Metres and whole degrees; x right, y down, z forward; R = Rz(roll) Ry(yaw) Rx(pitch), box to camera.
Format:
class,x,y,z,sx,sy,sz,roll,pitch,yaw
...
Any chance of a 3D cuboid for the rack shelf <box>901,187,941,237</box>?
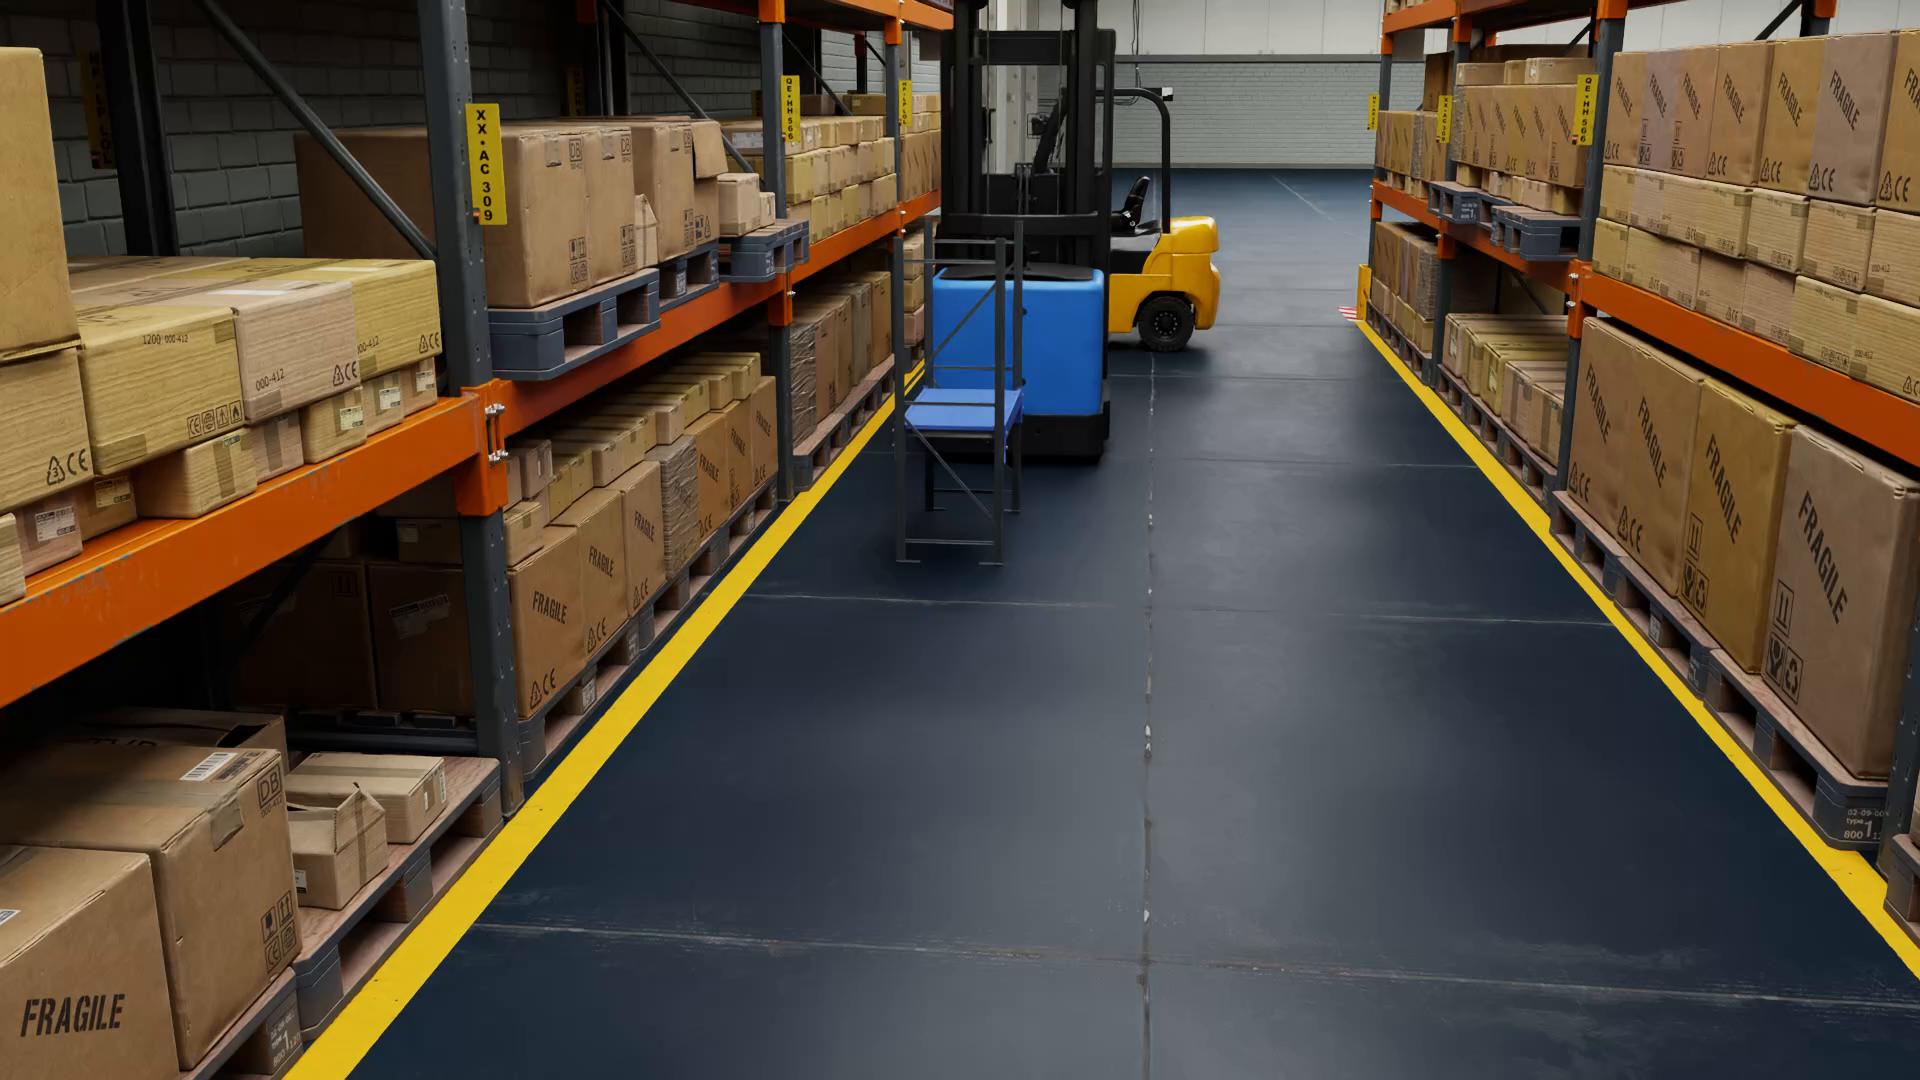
class,x,y,z,sx,sy,sz,roll,pitch,yaw
rack shelf,-0.721,-2.877,14.433,1.077,0.370,4.000,2,15,6

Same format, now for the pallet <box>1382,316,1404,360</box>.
class,x,y,z,sx,sy,sz,roll,pitch,yaw
pallet,4.162,-1.707,14.069,1.003,0.211,1.213,2,15,6

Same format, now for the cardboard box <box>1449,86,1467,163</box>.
class,x,y,z,sx,sy,sz,roll,pitch,yaw
cardboard box,3.648,-2.842,11.358,0.500,0.500,0.500,2,15,8

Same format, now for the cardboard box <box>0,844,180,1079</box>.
class,x,y,z,sx,sy,sz,roll,pitch,yaw
cardboard box,-1.843,0.900,3.070,0.500,0.500,0.500,2,15,7

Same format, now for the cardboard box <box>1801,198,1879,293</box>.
class,x,y,z,sx,sy,sz,roll,pitch,yaw
cardboard box,2.940,-0.906,5.094,0.500,0.250,0.500,2,15,8

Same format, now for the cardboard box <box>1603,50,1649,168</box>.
class,x,y,z,sx,sy,sz,roll,pitch,yaw
cardboard box,3.236,-1.933,7.457,0.500,0.500,0.500,1,15,4

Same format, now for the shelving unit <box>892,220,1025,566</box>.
class,x,y,z,sx,sy,sz,roll,pitch,yaw
shelving unit,0.010,-0.746,8.048,0.538,1.500,1.048,2,15,6

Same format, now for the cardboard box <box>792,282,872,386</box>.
class,x,y,z,sx,sy,sz,roll,pitch,yaw
cardboard box,-1.089,-1.425,11.431,0.875,0.625,0.625,2,15,6

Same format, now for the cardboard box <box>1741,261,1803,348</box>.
class,x,y,z,sx,sy,sz,roll,pitch,yaw
cardboard box,3.018,-0.799,5.658,0.500,0.250,0.500,1,15,5

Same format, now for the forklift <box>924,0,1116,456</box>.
class,x,y,z,sx,sy,sz,roll,pitch,yaw
forklift,0.445,-2.239,10.827,1.130,2.935,3.031,1,15,5

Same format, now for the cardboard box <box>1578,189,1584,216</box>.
class,x,y,z,sx,sy,sz,roll,pitch,yaw
cardboard box,3.338,-1.696,8.365,0.380,0.149,0.250,2,15,8

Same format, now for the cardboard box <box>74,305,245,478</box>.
class,x,y,z,sx,sy,sz,roll,pitch,yaw
cardboard box,-1.775,-0.303,3.254,0.500,0.250,0.500,2,15,6

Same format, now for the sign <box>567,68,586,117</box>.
class,x,y,z,sx,sy,sz,roll,pitch,yaw
sign,-1.950,-2.242,8.490,0.100,0.325,0.005,2,15,6

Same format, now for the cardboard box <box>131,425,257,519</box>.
class,x,y,z,sx,sy,sz,roll,pitch,yaw
cardboard box,-1.705,-0.149,3.446,0.380,0.149,0.250,1,15,5

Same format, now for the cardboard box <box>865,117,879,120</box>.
class,x,y,z,sx,sy,sz,roll,pitch,yaw
cardboard box,-0.775,-2.904,11.722,0.380,0.149,0.250,1,15,5

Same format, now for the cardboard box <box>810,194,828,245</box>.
class,x,y,z,sx,sy,sz,roll,pitch,yaw
cardboard box,-1.043,-1.834,9.484,0.500,0.250,0.500,1,15,5

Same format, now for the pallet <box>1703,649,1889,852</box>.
class,x,y,z,sx,sy,sz,roll,pitch,yaw
pallet,3.095,0.658,5.323,1.003,0.211,1.213,2,15,6

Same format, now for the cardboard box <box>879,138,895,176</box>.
class,x,y,z,sx,sy,sz,roll,pitch,yaw
cardboard box,-0.748,-2.739,11.876,0.500,0.250,0.500,1,15,5

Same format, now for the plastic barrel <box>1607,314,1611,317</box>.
class,x,y,z,sx,sy,sz,roll,pitch,yaw
plastic barrel,5.709,-1.774,13.910,0.421,0.421,0.512,-14,20,-42

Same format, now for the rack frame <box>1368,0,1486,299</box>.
class,x,y,z,sx,sy,sz,roll,pitch,yaw
rack frame,4.437,-3.598,15.720,1.000,3.000,0.127,2,15,6

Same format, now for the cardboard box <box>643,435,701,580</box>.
class,x,y,z,sx,sy,sz,roll,pitch,yaw
cardboard box,-1.395,-0.147,6.945,0.500,0.500,0.500,1,15,4

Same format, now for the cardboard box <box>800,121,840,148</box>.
class,x,y,z,sx,sy,sz,roll,pitch,yaw
cardboard box,-0.934,-2.438,9.999,0.380,0.149,0.250,2,15,7

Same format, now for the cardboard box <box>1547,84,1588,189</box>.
class,x,y,z,sx,sy,sz,roll,pitch,yaw
cardboard box,3.310,-2.043,8.406,0.500,0.500,0.500,1,15,5

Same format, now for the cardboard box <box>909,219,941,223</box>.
class,x,y,z,sx,sy,sz,roll,pitch,yaw
cardboard box,-0.289,-2.840,15.465,0.500,0.250,0.500,2,15,7

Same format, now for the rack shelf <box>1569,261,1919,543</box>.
class,x,y,z,sx,sy,sz,roll,pitch,yaw
rack shelf,3.309,-0.657,6.222,1.077,0.370,4.000,2,15,6

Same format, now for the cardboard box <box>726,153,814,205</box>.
class,x,y,z,sx,sy,sz,roll,pitch,yaw
cardboard box,-1.080,-1.944,8.935,0.500,0.250,0.500,2,15,6

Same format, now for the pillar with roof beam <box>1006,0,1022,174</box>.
class,x,y,z,sx,sy,sz,roll,pitch,yaw
pillar with roof beam,5.516,-12.583,37.456,9.100,9.000,0.400,2,15,6

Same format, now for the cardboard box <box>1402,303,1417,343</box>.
class,x,y,z,sx,sy,sz,roll,pitch,yaw
cardboard box,3.836,-1.735,13.296,0.500,0.250,0.500,1,15,5

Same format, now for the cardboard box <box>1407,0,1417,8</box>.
class,x,y,z,sx,sy,sz,roll,pitch,yaw
cardboard box,3.935,-4.513,13.839,0.380,0.149,0.250,2,15,7

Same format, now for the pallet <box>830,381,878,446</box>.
class,x,y,z,sx,sy,sz,roll,pitch,yaw
pallet,-1.126,-0.850,10.900,1.003,0.211,1.213,2,15,6

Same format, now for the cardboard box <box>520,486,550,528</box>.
class,x,y,z,sx,sy,sz,roll,pitch,yaw
cardboard box,-1.590,-0.099,5.523,0.380,0.149,0.250,1,15,5

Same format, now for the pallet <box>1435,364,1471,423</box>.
class,x,y,z,sx,sy,sz,roll,pitch,yaw
pallet,3.900,-1.012,11.501,1.003,0.211,1.213,2,15,6

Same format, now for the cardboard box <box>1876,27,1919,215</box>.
class,x,y,z,sx,sy,sz,roll,pitch,yaw
cardboard box,2.884,-1.139,4.523,0.500,0.500,0.500,2,15,8

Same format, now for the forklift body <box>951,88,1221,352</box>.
class,x,y,z,sx,sy,sz,roll,pitch,yaw
forklift body,1.104,-2.788,14.351,2.313,2.155,1.214,2,15,6

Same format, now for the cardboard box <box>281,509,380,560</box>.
class,x,y,z,sx,sy,sz,roll,pitch,yaw
cardboard box,-2.094,-0.044,5.318,0.380,0.149,0.250,1,15,4

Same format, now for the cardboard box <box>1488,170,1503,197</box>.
class,x,y,z,sx,sy,sz,roll,pitch,yaw
cardboard box,3.435,-2.170,10.119,0.380,0.149,0.250,2,15,8

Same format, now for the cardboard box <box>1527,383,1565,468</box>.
class,x,y,z,sx,sy,sz,roll,pitch,yaw
cardboard box,3.608,-0.603,8.876,0.950,0.372,0.625,1,15,2

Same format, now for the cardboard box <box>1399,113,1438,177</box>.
class,x,y,z,sx,sy,sz,roll,pitch,yaw
cardboard box,3.947,-3.276,13.770,0.500,0.500,0.500,1,15,5

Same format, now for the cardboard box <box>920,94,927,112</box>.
class,x,y,z,sx,sy,sz,roll,pitch,yaw
cardboard box,-0.493,-3.751,14.282,0.380,0.149,0.250,2,15,7

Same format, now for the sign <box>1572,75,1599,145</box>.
class,x,y,z,sx,sy,sz,roll,pitch,yaw
sign,2.994,-2.057,7.956,0.100,0.325,0.005,2,15,6

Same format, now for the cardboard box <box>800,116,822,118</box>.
class,x,y,z,sx,sy,sz,roll,pitch,yaw
cardboard box,-1.199,-2.982,12.009,0.380,0.149,0.250,1,15,5

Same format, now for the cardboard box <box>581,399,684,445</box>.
class,x,y,z,sx,sy,sz,roll,pitch,yaw
cardboard box,-1.379,-0.499,7.001,0.380,0.149,0.250,1,15,4

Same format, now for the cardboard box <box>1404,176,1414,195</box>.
class,x,y,z,sx,sy,sz,roll,pitch,yaw
cardboard box,3.882,-2.928,13.726,0.380,0.149,0.250,2,15,7

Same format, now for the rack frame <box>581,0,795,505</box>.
class,x,y,z,sx,sy,sz,roll,pitch,yaw
rack frame,-1.398,-1.668,8.584,1.000,3.000,0.127,2,15,6

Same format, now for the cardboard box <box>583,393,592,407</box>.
class,x,y,z,sx,sy,sz,roll,pitch,yaw
cardboard box,-1.894,-0.648,7.555,0.380,0.149,0.250,1,15,4

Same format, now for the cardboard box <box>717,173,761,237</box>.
class,x,y,z,sx,sy,sz,roll,pitch,yaw
cardboard box,-1.195,-1.515,7.502,0.500,0.250,0.500,1,15,4

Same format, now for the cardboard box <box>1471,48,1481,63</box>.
class,x,y,z,sx,sy,sz,roll,pitch,yaw
cardboard box,4.414,-3.604,13.066,0.700,0.500,0.500,1,15,5

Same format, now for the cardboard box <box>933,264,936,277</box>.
class,x,y,z,sx,sy,sz,roll,pitch,yaw
cardboard box,-0.462,-2.199,14.054,0.500,0.250,0.500,2,15,6

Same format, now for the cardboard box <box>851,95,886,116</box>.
class,x,y,z,sx,sy,sz,roll,pitch,yaw
cardboard box,-0.616,-3.284,12.557,0.380,0.149,0.250,2,15,7

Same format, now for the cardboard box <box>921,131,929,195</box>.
class,x,y,z,sx,sy,sz,roll,pitch,yaw
cardboard box,-0.539,-3.128,13.792,0.500,0.500,0.500,2,15,6

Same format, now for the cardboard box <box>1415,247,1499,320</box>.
class,x,y,z,sx,sy,sz,roll,pitch,yaw
cardboard box,3.786,-1.959,12.686,0.500,0.500,0.500,1,15,5
